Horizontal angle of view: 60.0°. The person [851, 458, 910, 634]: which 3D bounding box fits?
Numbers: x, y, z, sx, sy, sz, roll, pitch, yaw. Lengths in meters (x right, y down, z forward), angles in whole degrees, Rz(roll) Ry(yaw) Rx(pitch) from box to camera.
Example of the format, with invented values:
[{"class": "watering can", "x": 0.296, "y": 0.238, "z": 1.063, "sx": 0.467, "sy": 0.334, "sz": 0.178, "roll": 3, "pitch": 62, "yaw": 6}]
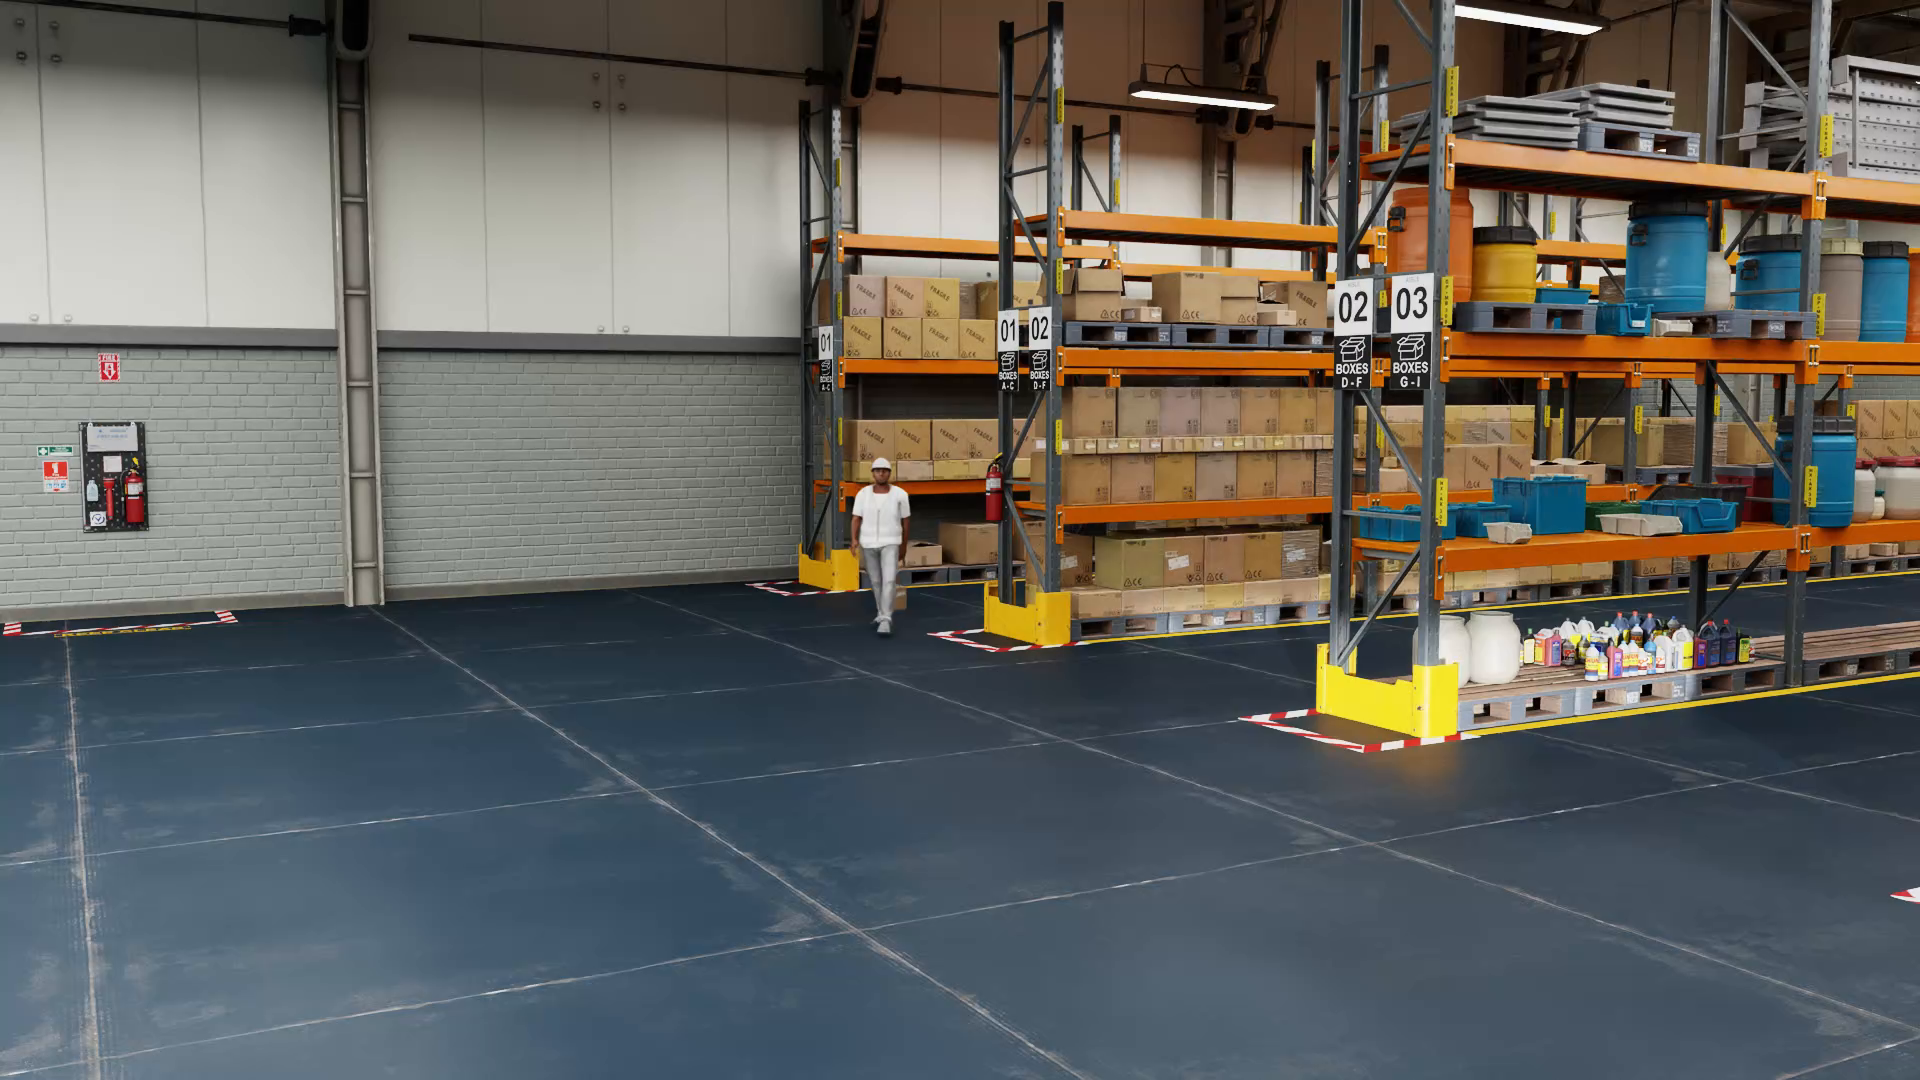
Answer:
[{"class": "person", "x": -0.811, "y": 0.036, "z": 16.590, "sx": 0.564, "sy": 1.708, "sz": 1.030, "roll": 1, "pitch": 5, "yaw": 9}]
